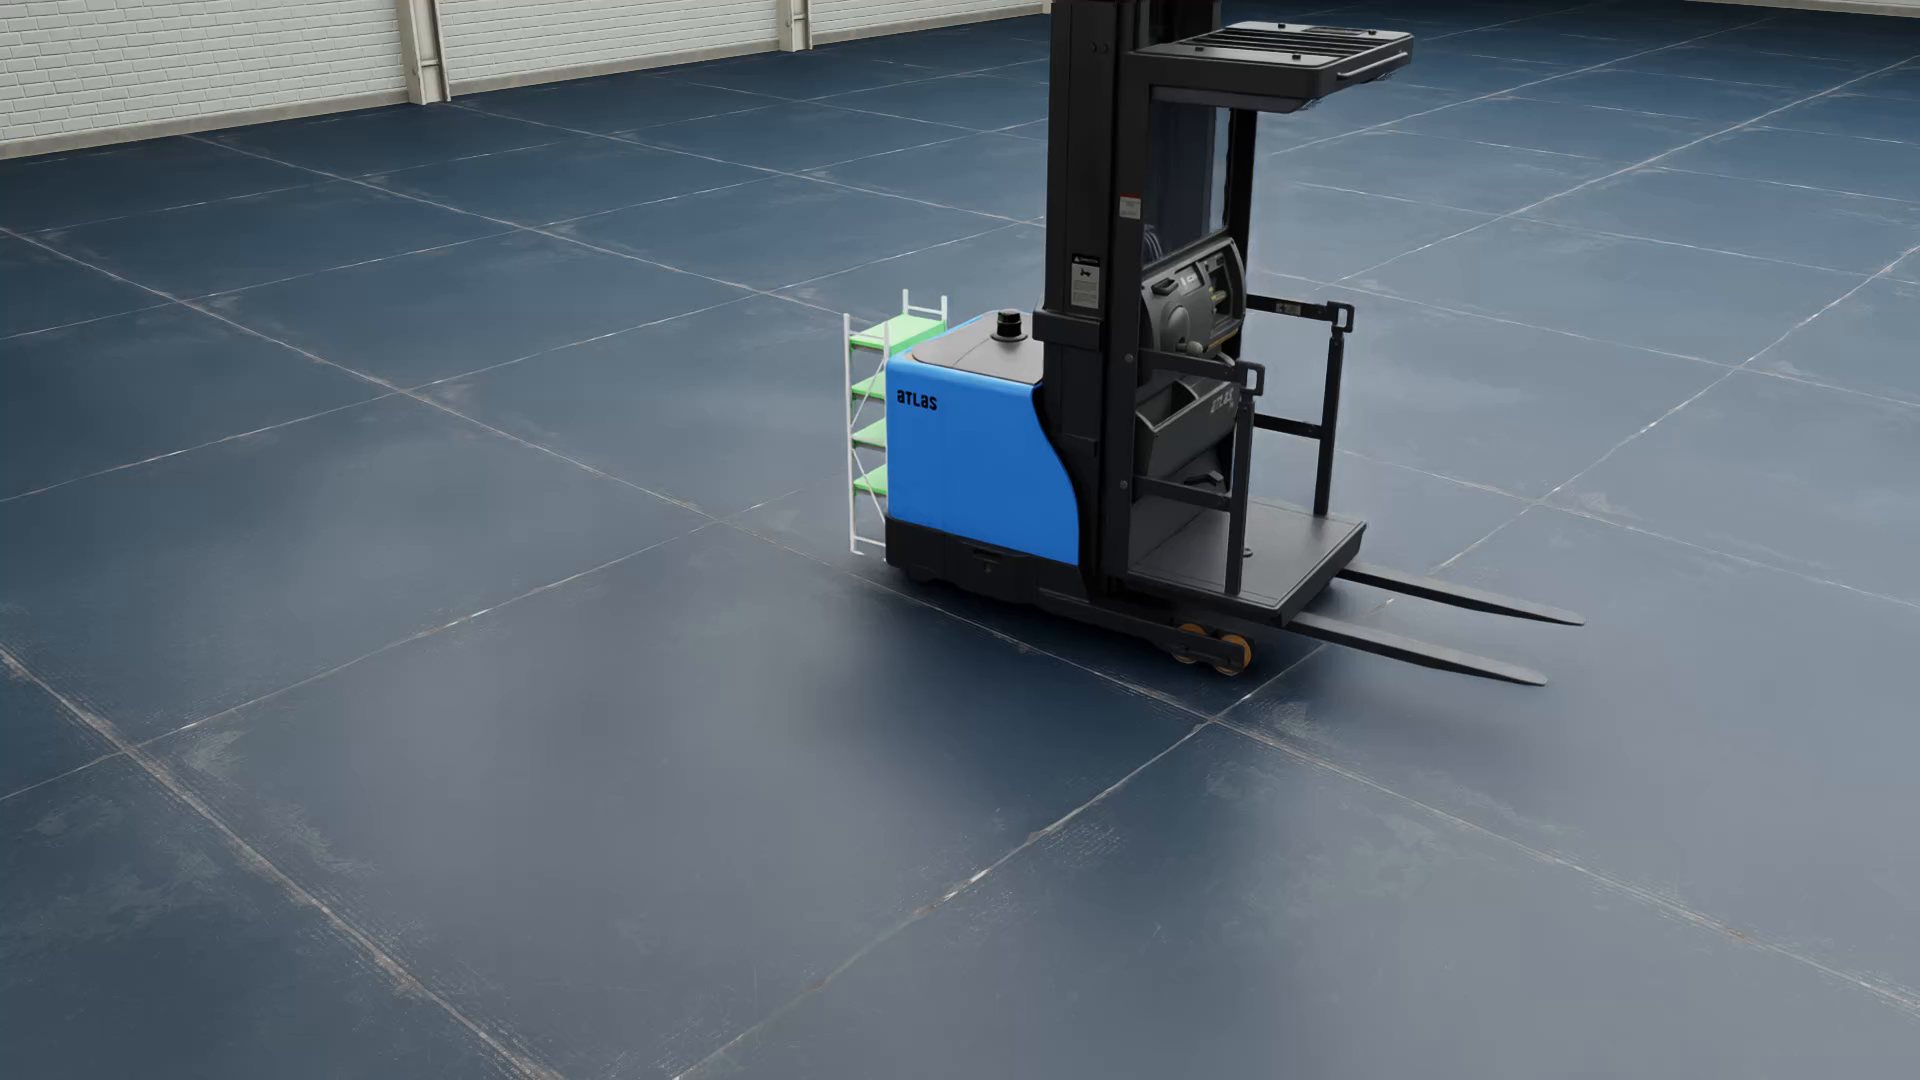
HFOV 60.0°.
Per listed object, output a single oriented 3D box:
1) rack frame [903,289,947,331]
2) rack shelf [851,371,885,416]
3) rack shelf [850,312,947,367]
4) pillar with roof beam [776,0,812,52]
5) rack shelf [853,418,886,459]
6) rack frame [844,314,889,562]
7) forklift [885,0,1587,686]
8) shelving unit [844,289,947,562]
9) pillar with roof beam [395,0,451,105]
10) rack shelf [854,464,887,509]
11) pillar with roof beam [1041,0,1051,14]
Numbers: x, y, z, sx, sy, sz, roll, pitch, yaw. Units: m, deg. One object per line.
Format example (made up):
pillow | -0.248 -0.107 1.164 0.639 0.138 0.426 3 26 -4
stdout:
rack frame | -0.169 -0.634 8.197 0.240 1.200 0.015 14 28 29
rack shelf | -0.298 -0.710 7.936 0.258 0.148 0.480 14 28 29
rack shelf | -0.298 -0.929 7.838 0.258 0.148 0.480 14 28 29
pillar with roof beam | 0.818 -10.049 19.663 9.100 9.000 0.400 20 31 38
rack shelf | -0.298 -0.491 8.034 0.258 0.148 0.480 14 28 29
rack frame | -0.427 -0.464 7.819 0.240 1.200 0.015 14 28 29
forklift | 1.168 -1.017 6.936 3.031 2.935 1.130 15 28 29
shelving unit | -0.298 -0.549 8.008 0.258 1.200 0.503 14 28 29
pillar with roof beam | -3.187 -8.221 15.586 9.100 9.000 0.400 20 31 38
rack shelf | -0.298 -0.272 8.132 0.258 0.148 0.480 14 28 29
pillar with roof beam | 4.822 -11.877 23.741 9.100 9.000 0.400 20 31 38
